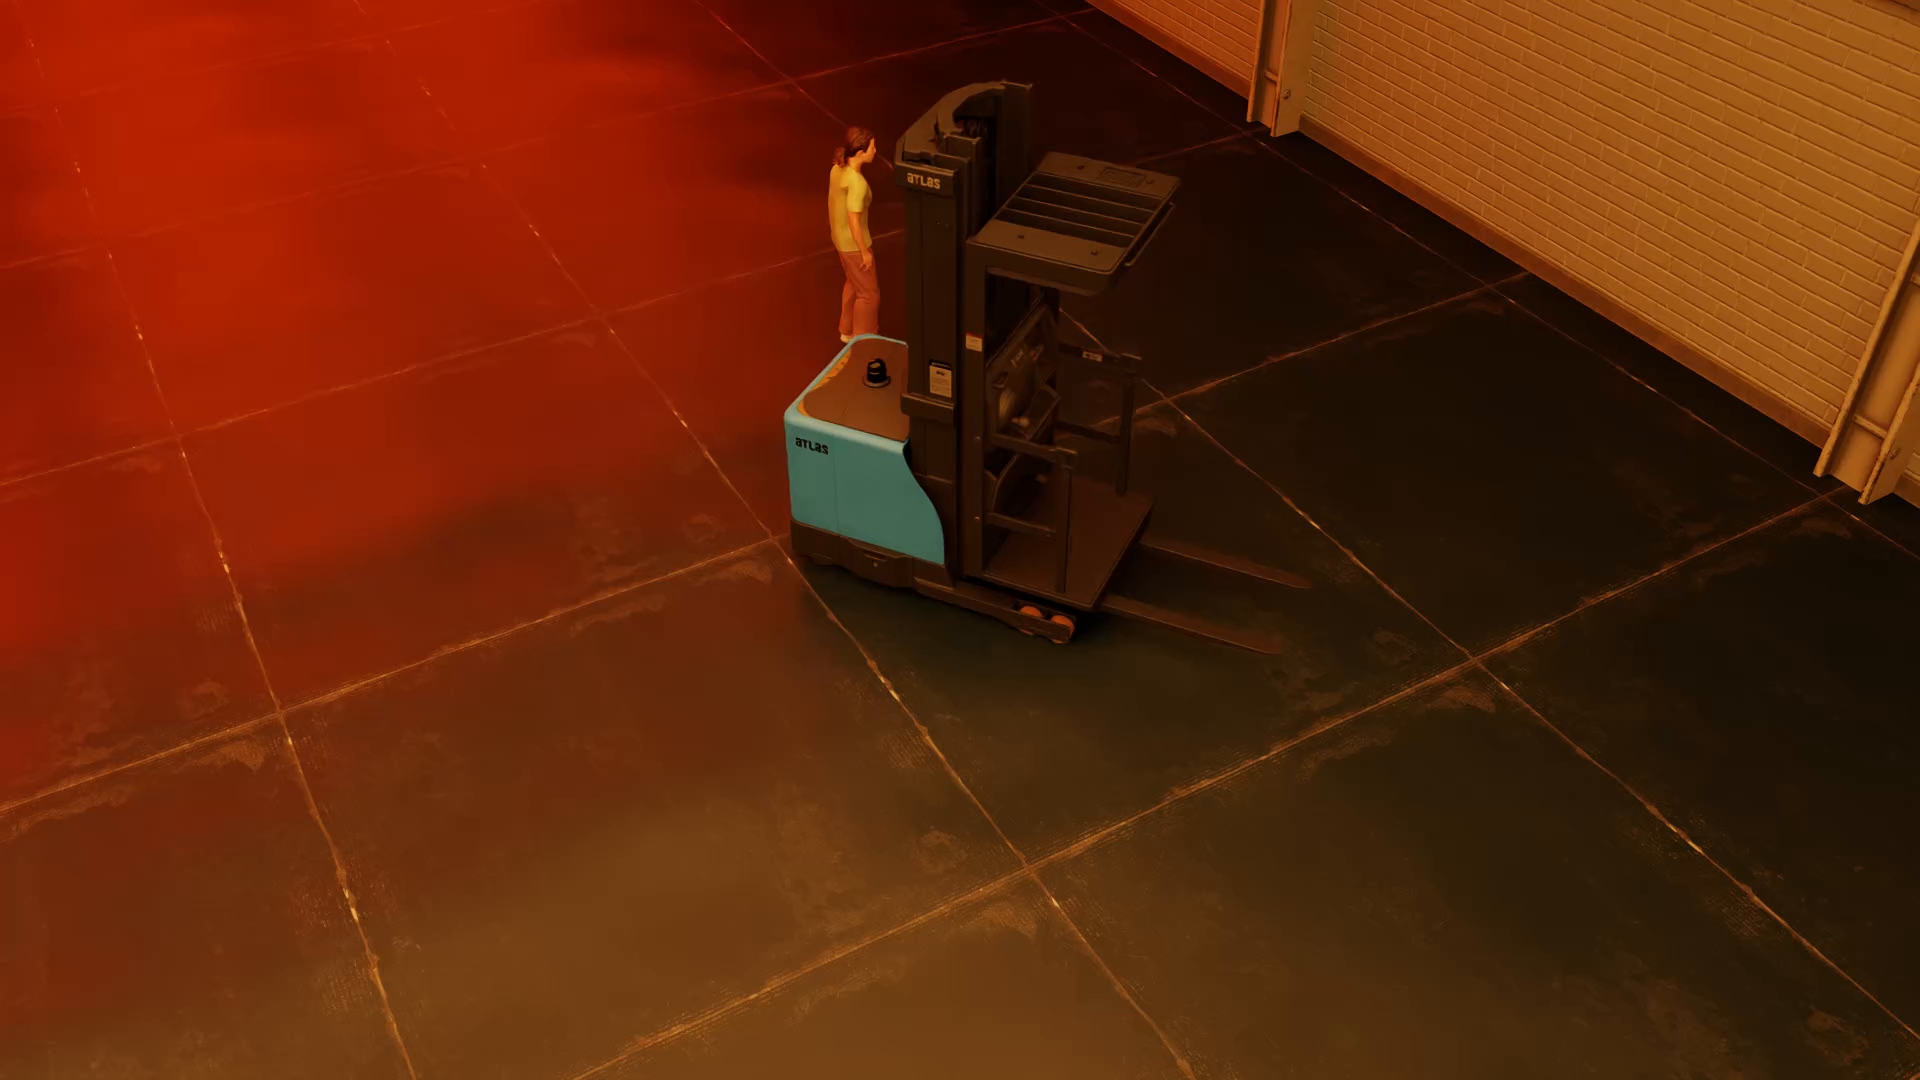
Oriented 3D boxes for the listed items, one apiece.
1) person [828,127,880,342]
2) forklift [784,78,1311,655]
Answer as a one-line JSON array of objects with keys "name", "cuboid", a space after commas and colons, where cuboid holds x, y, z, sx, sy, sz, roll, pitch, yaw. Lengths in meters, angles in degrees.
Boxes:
[{"name": "person", "cuboid": [-0.705, -2.066, 11.514, 0.370, 1.671, 0.517, -13, 41, -15]}, {"name": "forklift", "cuboid": [0.531, -0.917, 9.142, 3.031, 2.935, 1.130, 16, 42, 19]}]
